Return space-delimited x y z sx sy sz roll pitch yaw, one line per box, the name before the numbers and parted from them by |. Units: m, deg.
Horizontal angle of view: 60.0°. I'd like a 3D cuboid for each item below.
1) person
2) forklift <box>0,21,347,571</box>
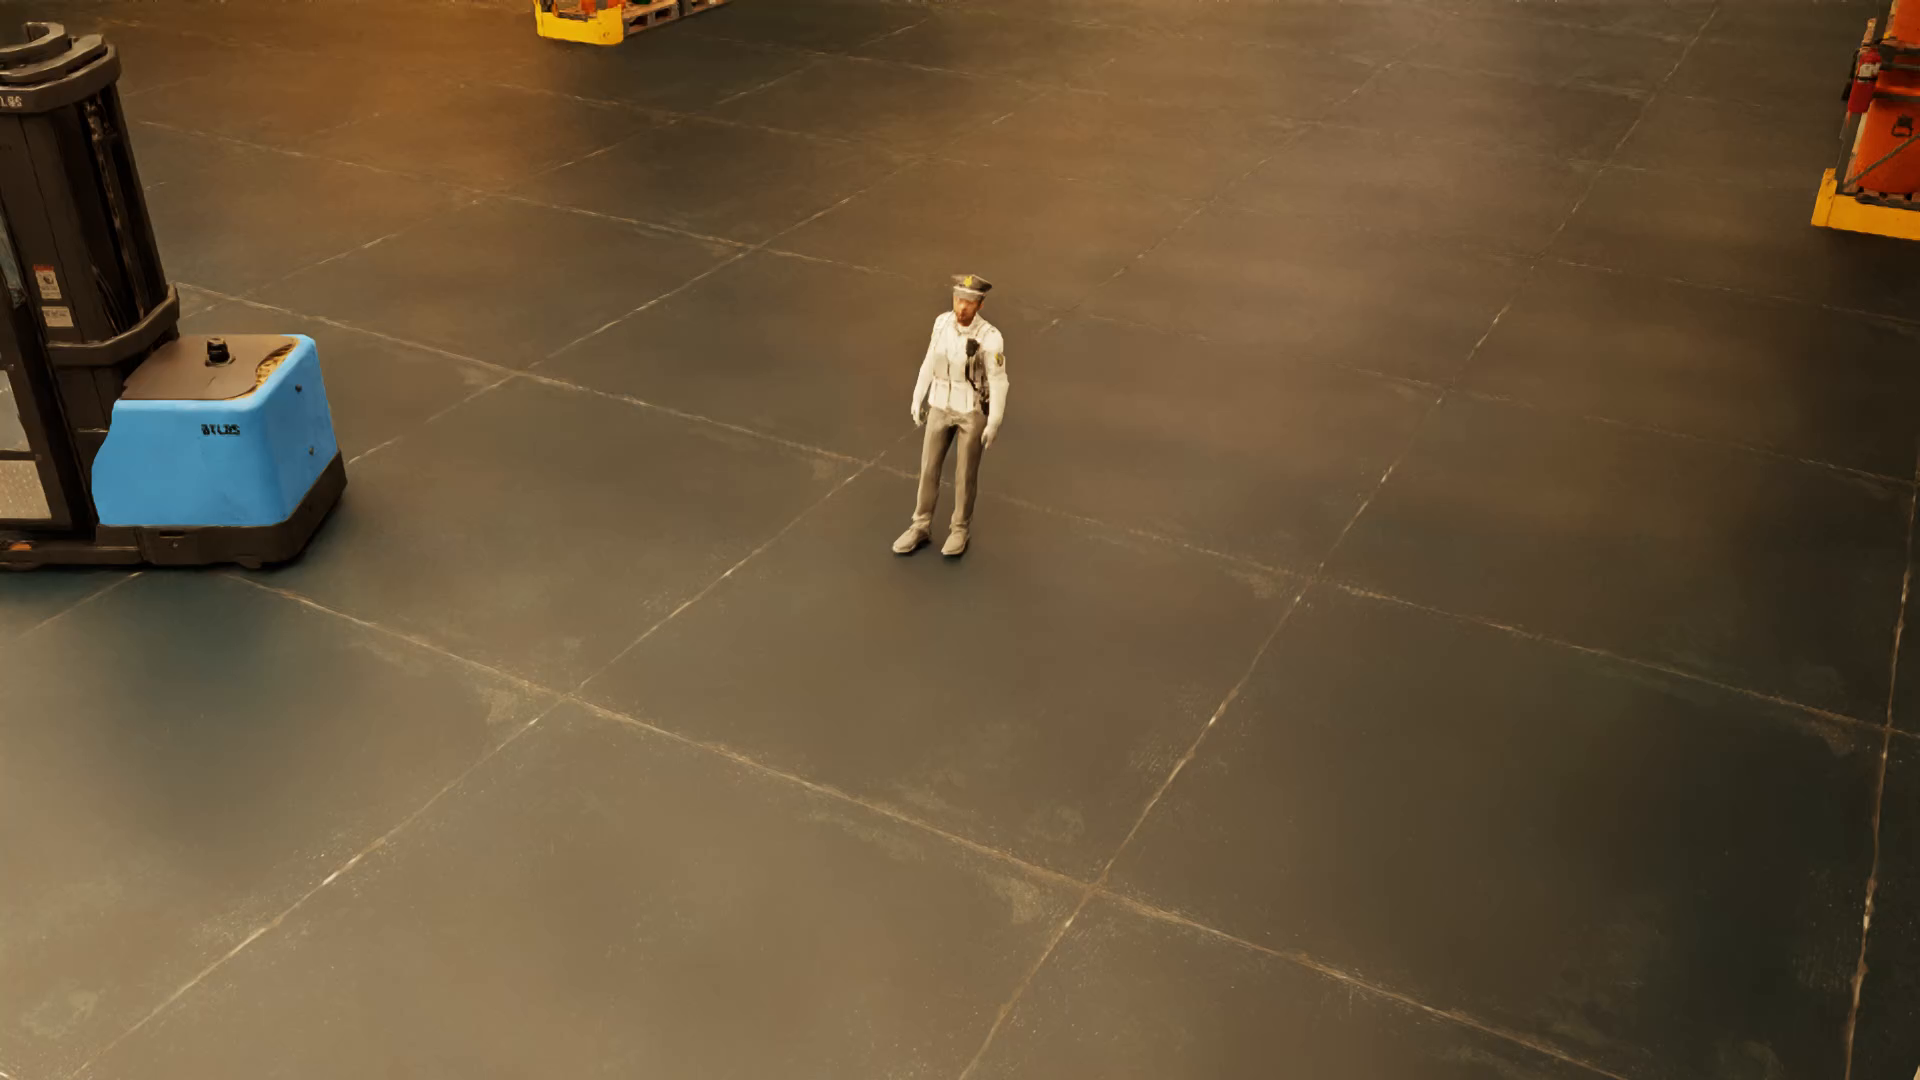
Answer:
person | -0.039 -0.712 9.527 0.586 1.695 0.533 15 33 25
forklift | -5.378 -1.351 9.412 3.031 2.935 1.130 0 30 1
